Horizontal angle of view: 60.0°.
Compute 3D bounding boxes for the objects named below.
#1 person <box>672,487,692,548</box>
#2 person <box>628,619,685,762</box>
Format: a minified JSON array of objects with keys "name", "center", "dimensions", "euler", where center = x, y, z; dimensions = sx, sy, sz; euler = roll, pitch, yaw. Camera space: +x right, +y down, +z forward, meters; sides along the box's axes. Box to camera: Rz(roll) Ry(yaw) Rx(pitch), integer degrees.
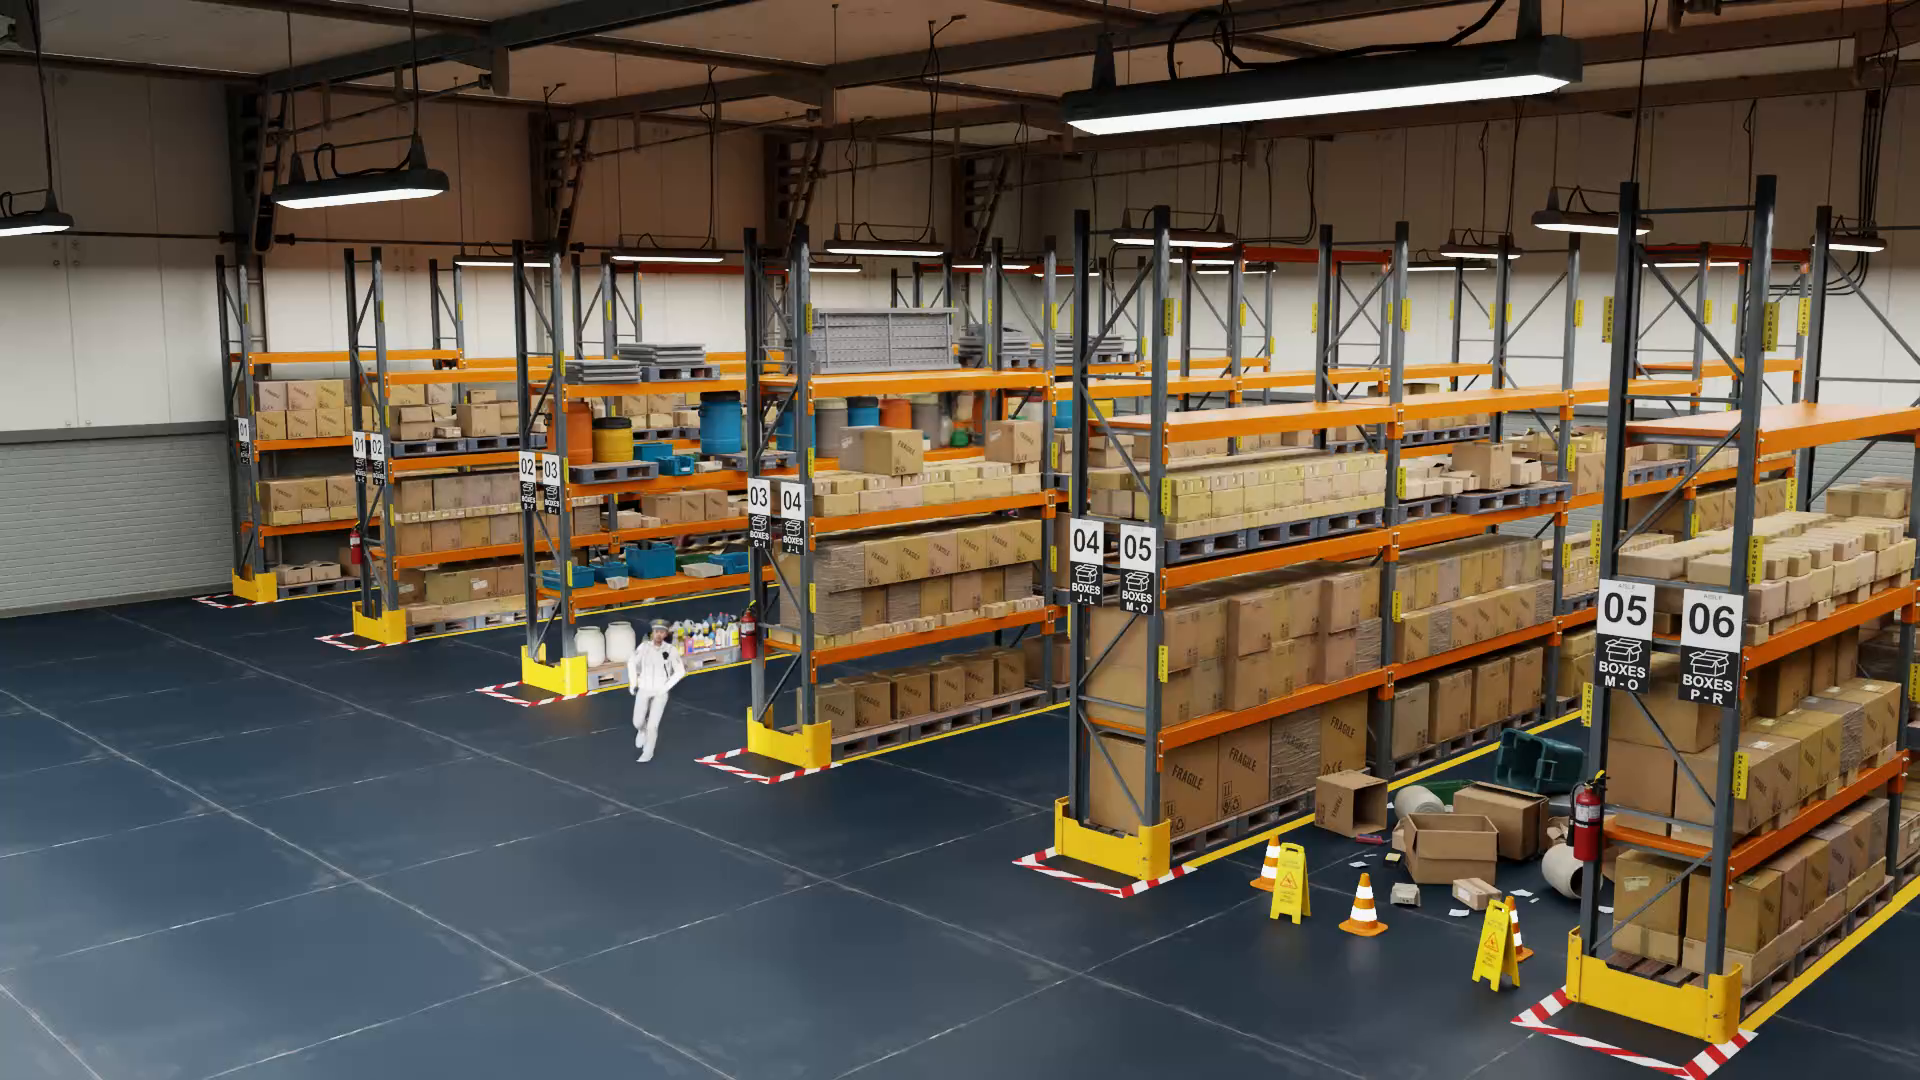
[{"name":"person","center":[-5.341,-0.215,32.367],"dimensions":[0.574,1.639,0.583],"euler":[8,11,44]},{"name":"person","center":[-3.456,1.691,18.937],"dimensions":[0.664,1.636,0.517],"euler":[0,8,-3]}]
